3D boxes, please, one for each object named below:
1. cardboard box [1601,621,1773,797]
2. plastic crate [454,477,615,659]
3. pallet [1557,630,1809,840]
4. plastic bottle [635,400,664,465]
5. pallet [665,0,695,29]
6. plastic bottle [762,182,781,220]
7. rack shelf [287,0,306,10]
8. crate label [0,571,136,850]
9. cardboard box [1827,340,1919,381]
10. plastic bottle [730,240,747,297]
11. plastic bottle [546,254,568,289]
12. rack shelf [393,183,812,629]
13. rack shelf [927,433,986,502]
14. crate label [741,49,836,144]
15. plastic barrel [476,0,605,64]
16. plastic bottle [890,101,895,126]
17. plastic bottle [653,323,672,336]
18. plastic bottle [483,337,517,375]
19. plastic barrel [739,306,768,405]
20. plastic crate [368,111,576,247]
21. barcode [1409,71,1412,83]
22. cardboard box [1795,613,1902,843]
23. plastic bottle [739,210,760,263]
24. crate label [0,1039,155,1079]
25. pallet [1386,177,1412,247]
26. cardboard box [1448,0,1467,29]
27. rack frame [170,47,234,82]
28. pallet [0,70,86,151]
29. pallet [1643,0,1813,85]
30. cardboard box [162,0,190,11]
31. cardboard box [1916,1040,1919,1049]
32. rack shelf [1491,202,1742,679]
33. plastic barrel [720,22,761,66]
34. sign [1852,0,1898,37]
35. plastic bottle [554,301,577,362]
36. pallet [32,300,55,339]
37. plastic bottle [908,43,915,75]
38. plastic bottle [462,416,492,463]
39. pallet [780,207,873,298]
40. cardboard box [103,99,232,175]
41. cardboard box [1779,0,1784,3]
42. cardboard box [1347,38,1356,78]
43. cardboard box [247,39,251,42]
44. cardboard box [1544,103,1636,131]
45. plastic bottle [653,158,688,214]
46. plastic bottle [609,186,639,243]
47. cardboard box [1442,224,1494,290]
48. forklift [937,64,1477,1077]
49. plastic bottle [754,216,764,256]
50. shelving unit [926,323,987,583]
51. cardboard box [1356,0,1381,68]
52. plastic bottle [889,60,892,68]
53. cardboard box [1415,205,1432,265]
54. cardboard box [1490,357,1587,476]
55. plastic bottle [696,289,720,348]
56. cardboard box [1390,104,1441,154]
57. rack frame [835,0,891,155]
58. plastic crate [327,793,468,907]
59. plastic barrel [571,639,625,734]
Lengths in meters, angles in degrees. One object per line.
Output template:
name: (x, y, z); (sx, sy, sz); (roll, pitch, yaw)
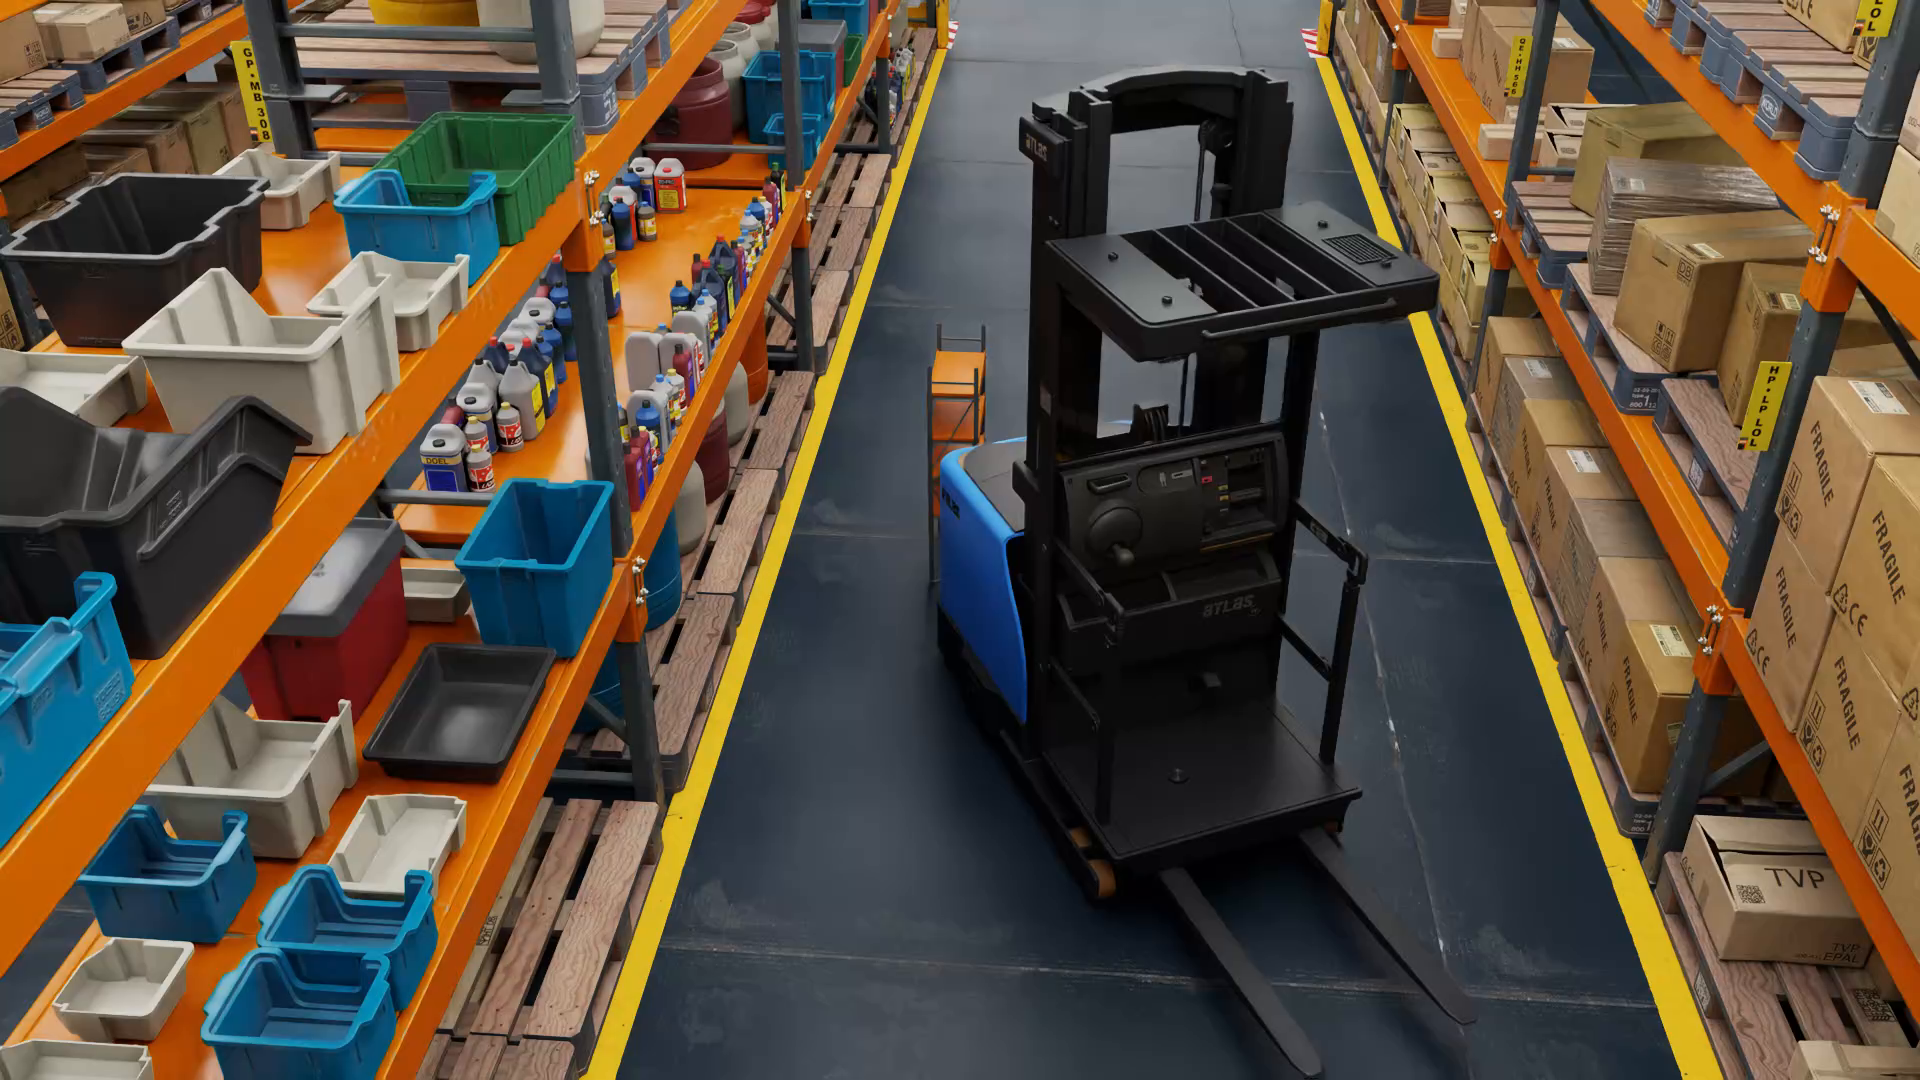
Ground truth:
cardboard box: (2.969, 0.681, 6.749); (0.500, 0.500, 0.500); (2, 32, 4)
plastic crate: (-1.421, 0.101, 5.686); (0.392, 0.384, 0.575); (2, 32, 4)
pallet: (3.243, 0.835, 7.195); (1.003, 0.211, 1.213); (2, 32, 4)
plastic bottle: (-1.257, -0.440, 6.727); (0.097, 0.271, 0.097); (0, 32, 0)
pallet: (-1.667, -2.343, 7.014); (1.003, 0.211, 1.213); (2, 32, 4)
plastic bottle: (-1.032, -1.857, 9.094); (0.097, 0.201, 0.097); (0, 32, 0)
rack shelf: (-5.845, -5.274, 15.134); (1.077, 0.370, 4.000); (2, 32, 4)
crate label: (-1.651, 0.270, 2.735); (0.408, 0.251, 0.502); (2, 32, 4)
cardboard box: (3.476, -0.385, 6.020); (0.700, 0.500, 0.500); (-8, 33, -13)
plastic bottle: (-1.098, -1.354, 8.199); (0.061, 0.283, 0.133); (2, 32, 4)
plastic bottle: (-1.884, -1.189, 7.867); (0.144, 0.351, 0.185); (2, 32, 4)
rack shelf: (-1.560, -0.879, 8.003); (1.077, 0.370, 4.000); (2, 32, 4)
rack shelf: (-0.013, -0.367, 8.330); (0.258, 0.148, 0.480); (2, 32, 4)
crate label: (-1.046, -2.754, 10.326); (0.502, 0.435, 0.616); (2, 32, 4)
plastic barrel: (-1.430, -1.917, 5.613); (0.433, 0.535, 0.433); (0, 32, 0)
plastic bottle: (-0.592, -3.573, 13.936); (0.097, 0.201, 0.097); (0, 32, 0)
plastic bottle: (-1.337, -0.882, 7.511); (0.097, 0.201, 0.097); (0, 32, 0)
plastic bottle: (-1.959, -0.710, 7.089); (0.144, 0.351, 0.185); (2, 32, 4)
plastic barrel: (-1.420, -1.229, 9.554); (0.600, 0.830, 0.708); (2, 32, 4)
plastic crate: (-1.456, -1.092, 5.005); (0.450, 0.188, 0.662); (2, 32, 4)
barcode: (3.430, -3.525, 12.659); (0.001, 0.075, 0.075); (2, 32, 4)
cardboard box: (2.863, 0.554, 4.896); (0.500, 0.500, 0.500); (3, 32, 5)
plastic bottle: (-1.083, -1.563, 8.549); (0.097, 0.271, 0.097); (0, 32, 0)
crate label: (-2.126, 1.307, 3.964); (0.396, 0.136, 0.243); (2, 32, 4)
pallet: (3.844, -2.535, 12.662); (1.003, 0.211, 1.213); (2, 32, 4)
cardboard box: (3.869, -3.786, 12.177); (0.500, 0.250, 0.500); (4, 32, 7)
rack frame: (-6.008, -4.534, 13.248); (1.000, 3.000, 0.127); (2, 32, 4)
pallet: (-6.382, -2.738, 10.517); (1.213, 0.211, 1.003); (2, 32, 4)
pallet: (3.419, -2.003, 6.461); (1.213, 0.211, 1.003); (2, 32, 4)
cardboard box: (-6.212, -4.559, 12.316); (1.000, 1.000, 1.000); (3, 32, 4)
cardboard box: (3.389, 1.734, 5.221); (0.500, 0.311, 0.500); (2, 32, 4)
rack shelf: (3.377, -0.665, 7.656); (1.077, 0.370, 4.000); (2, 32, 4)
plastic barrel: (-1.492, -3.046, 10.727); (0.421, 0.512, 0.421); (0, 32, 0)
sign: (2.661, -1.612, 4.780); (0.100, 0.325, 0.005); (2, 32, 4)
plastic bottle: (-1.786, -0.955, 7.564); (0.097, 0.271, 0.097); (0, 32, 0)
pallet: (-6.268, -1.664, 11.249); (1.003, 0.211, 1.213); (2, 32, 4)
plastic bottle: (-0.449, -4.404, 15.207); (0.061, 0.283, 0.133); (3, 32, 5)
plastic bottle: (-1.959, -0.404, 6.735); (0.097, 0.201, 0.097); (0, 32, 0)
pallet: (-1.193, -2.083, 11.929); (1.003, 0.211, 1.213); (2, 32, 4)
cardboard box: (-6.137, -3.088, 12.866); (0.700, 0.500, 0.500); (2, 32, 4)
cardboard box: (3.434, -2.424, 6.375); (0.600, 0.600, 0.600); (1, 32, 2)
cardboard box: (3.848, -4.415, 15.275); (0.500, 0.250, 0.500); (2, 32, 4)
cardboard box: (-5.896, -4.156, 14.617); (0.500, 0.500, 0.500); (13, 34, 19)
cardboard box: (3.806, -2.439, 9.933); (0.500, 0.311, 0.500); (2, 32, 3)
plastic bottle: (-1.603, -1.959, 9.188); (0.152, 0.276, 0.135); (2, 32, 4)
plastic bottle: (-1.792, -1.724, 8.806); (0.152, 0.276, 0.135); (2, 32, 4)
cardboard box: (3.373, -1.821, 10.531); (0.500, 0.311, 0.500); (2, 32, 3)
forklift: (0.903, -0.097, 6.114); (1.130, 2.935, 3.031); (-12, 33, -18)
plastic bottle: (-1.075, -1.584, 8.650); (0.097, 0.201, 0.097); (0, 32, 0)
shelving unit: (-0.013, -0.424, 8.295); (0.258, 1.200, 0.503); (2, 32, 4)
cardboard box: (3.801, -4.473, 14.655); (0.500, 0.500, 0.500); (2, 32, 4)
plastic bottle: (-0.643, -4.223, 14.992); (0.097, 0.201, 0.097); (0, 32, 0)
cardboard box: (3.461, -2.113, 11.540); (0.500, 0.250, 0.500); (3, 32, 5)
cardboard box: (3.181, -0.641, 8.894); (0.500, 0.500, 0.500); (1, 32, 2)
plastic bottle: (-1.166, -1.026, 7.679); (0.097, 0.271, 0.097); (0, 32, 0)
cardboard box: (3.584, -3.150, 12.689); (0.500, 0.311, 0.500); (3, 32, 4)
rack frame: (-1.071, -4.322, 12.905); (1.000, 3.000, 0.127); (2, 32, 4)
plastic crate: (-1.565, 0.871, 4.672); (0.293, 0.136, 0.466); (2, 32, 4)
plastic barrel: (-1.661, 0.291, 7.018); (0.600, 0.901, 0.708); (2, 32, 4)
